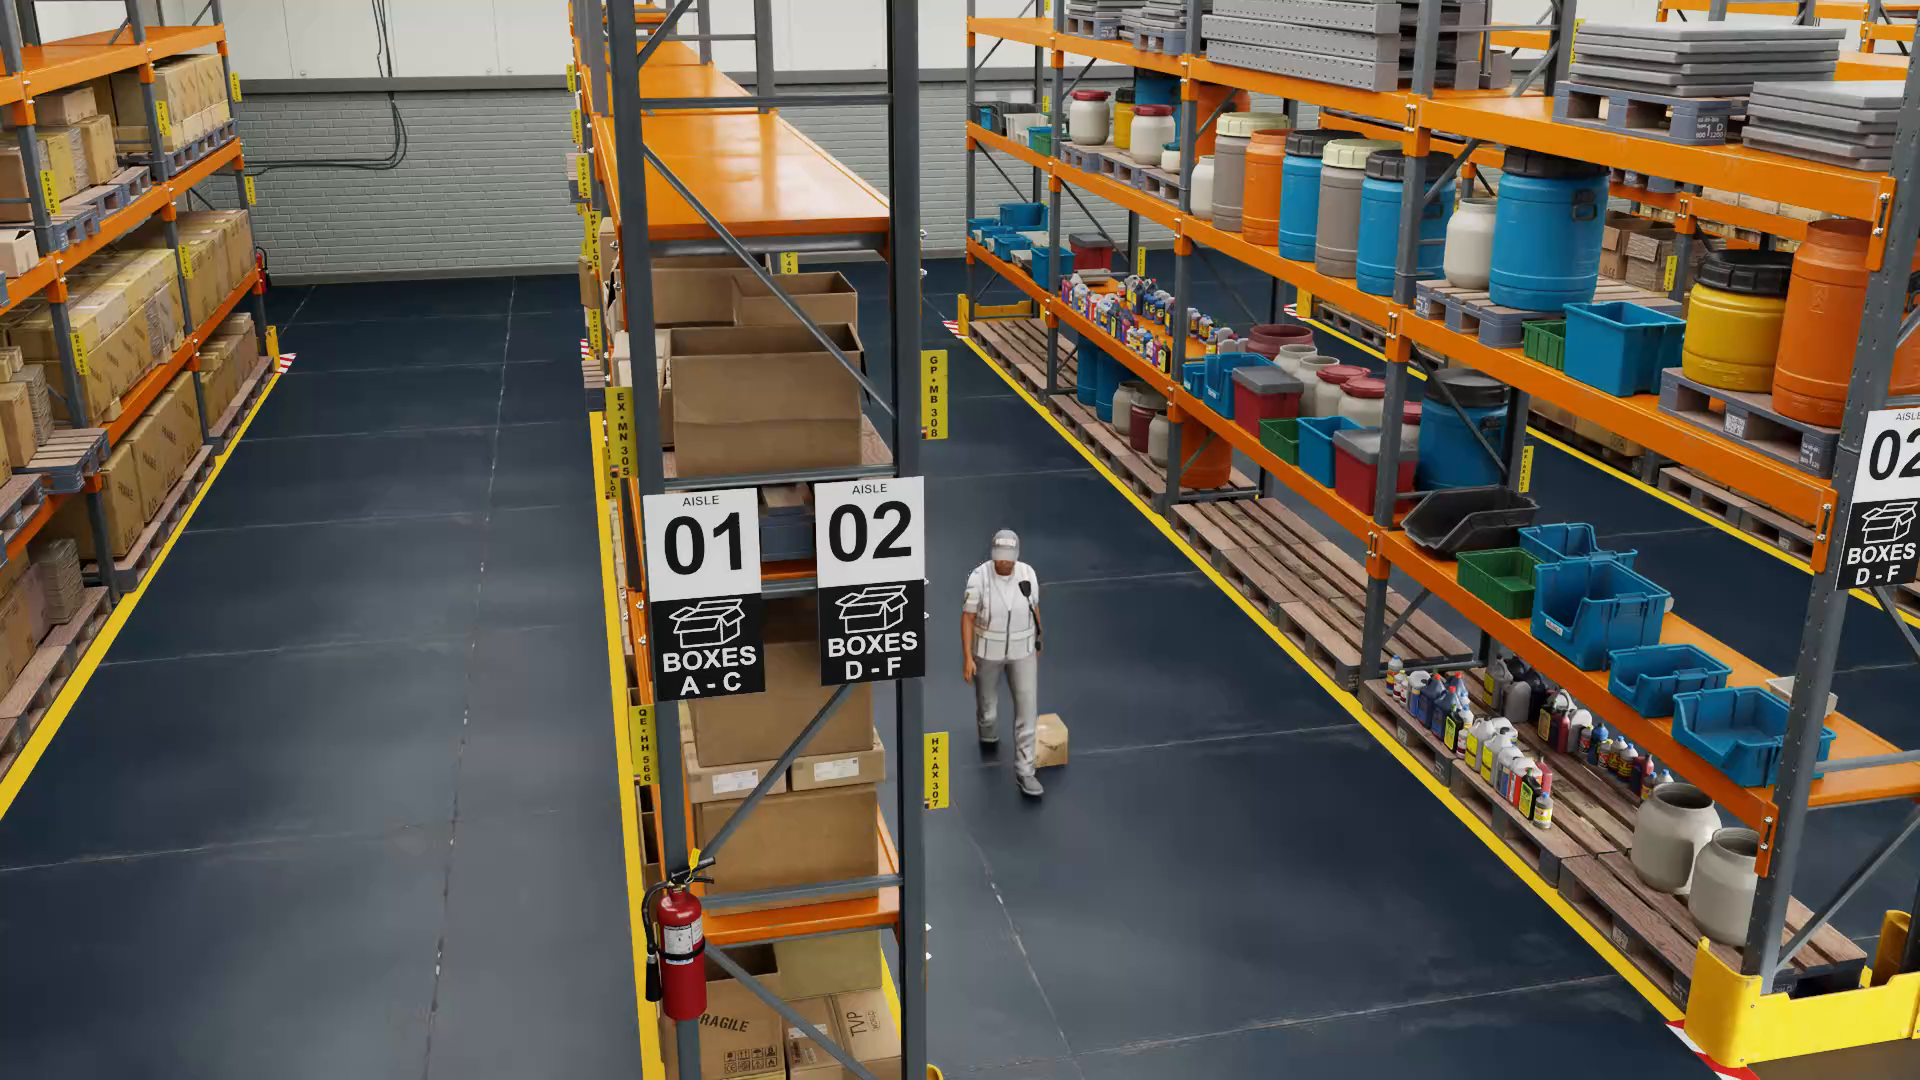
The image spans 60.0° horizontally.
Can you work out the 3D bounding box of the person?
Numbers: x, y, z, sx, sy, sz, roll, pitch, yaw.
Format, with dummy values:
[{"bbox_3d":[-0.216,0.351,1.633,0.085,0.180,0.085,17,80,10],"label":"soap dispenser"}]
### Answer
[{"bbox_3d":[0.266,0.696,10.420,0.523,1.607,1.036,-2,20,-4],"label":"person"}]
